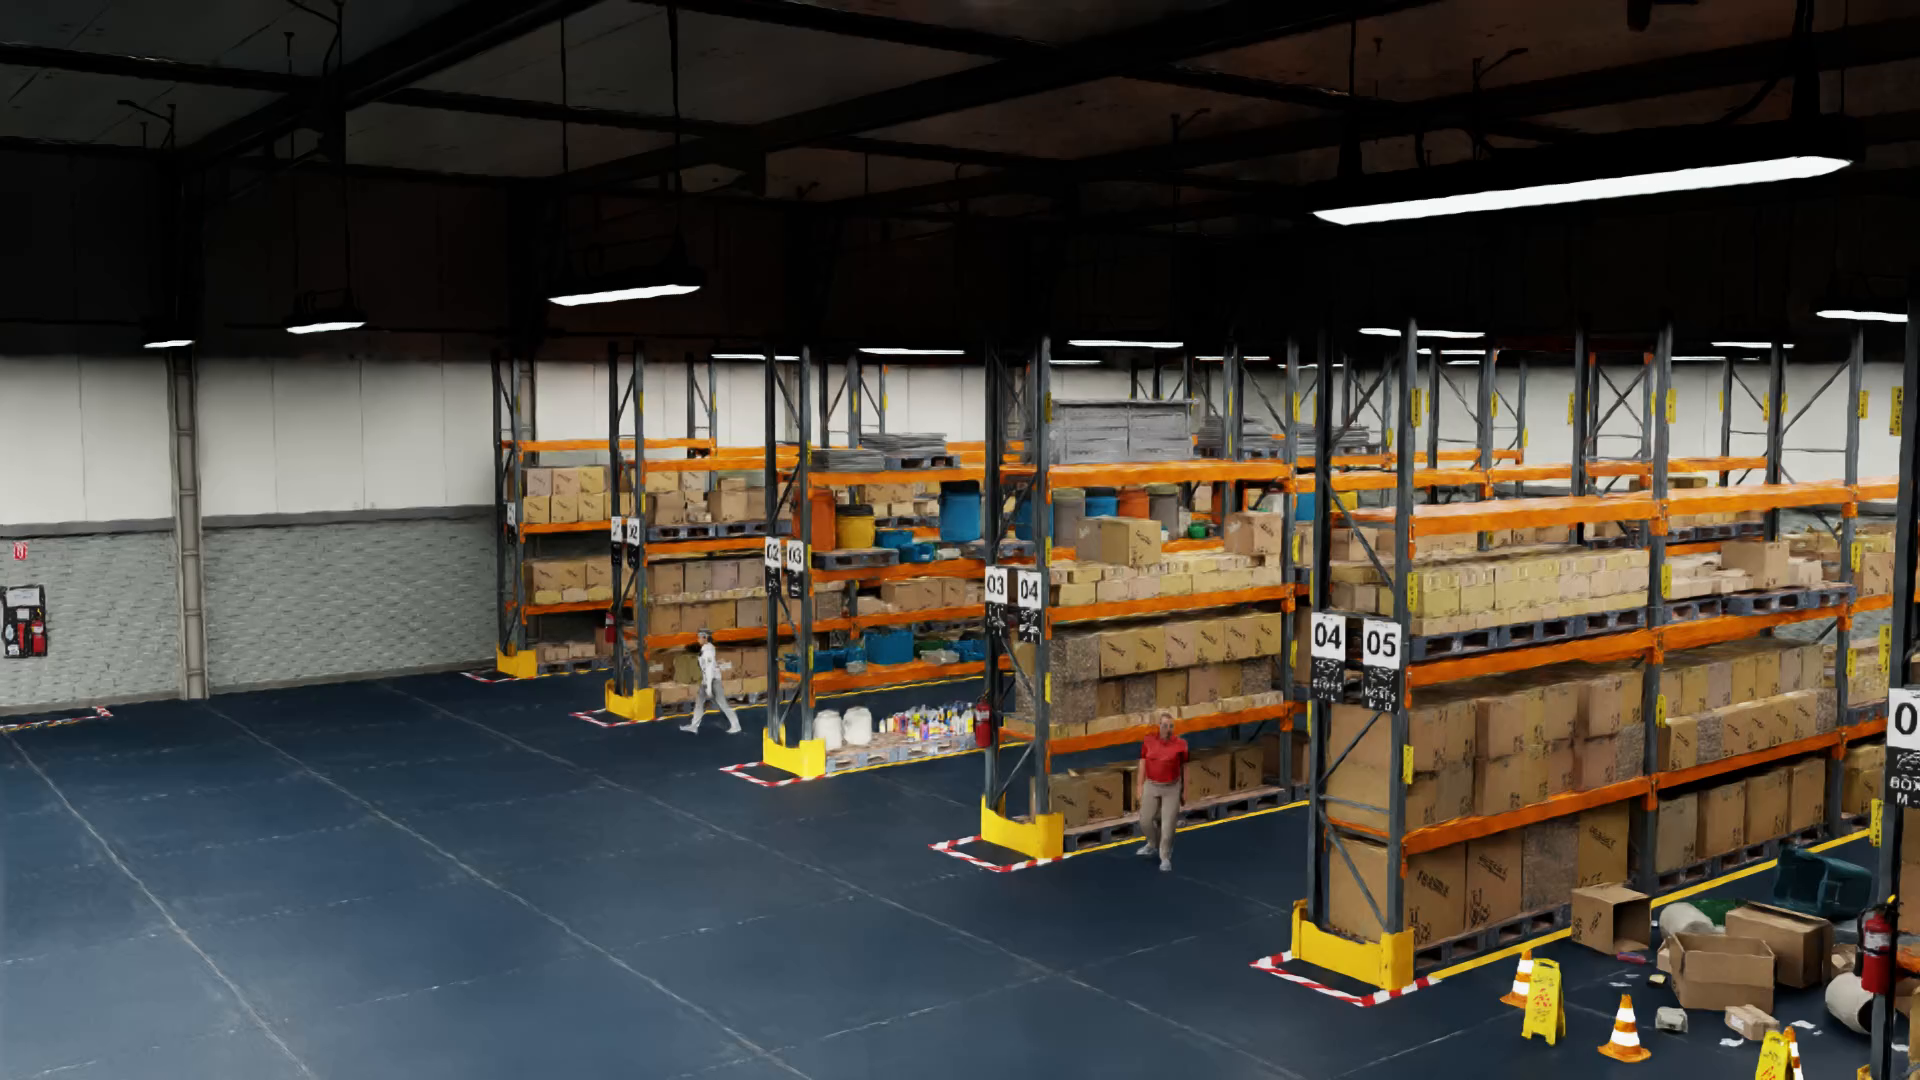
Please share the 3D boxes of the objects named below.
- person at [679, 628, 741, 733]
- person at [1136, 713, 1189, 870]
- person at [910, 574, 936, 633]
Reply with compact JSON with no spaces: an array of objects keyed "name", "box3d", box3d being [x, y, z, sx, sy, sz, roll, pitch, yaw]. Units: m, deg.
[{"name":"person","box3d":[-3.811,2.135,25.248,0.912,1.623,0.522,-1,5,-13]},{"name":"person","box3d":[2.221,2.713,18.230,0.602,1.713,0.565,2,5,18]},{"name":"person","box3d":[-0.858,1.315,34.114,1.121,1.691,0.577,-3,6,-34]}]
